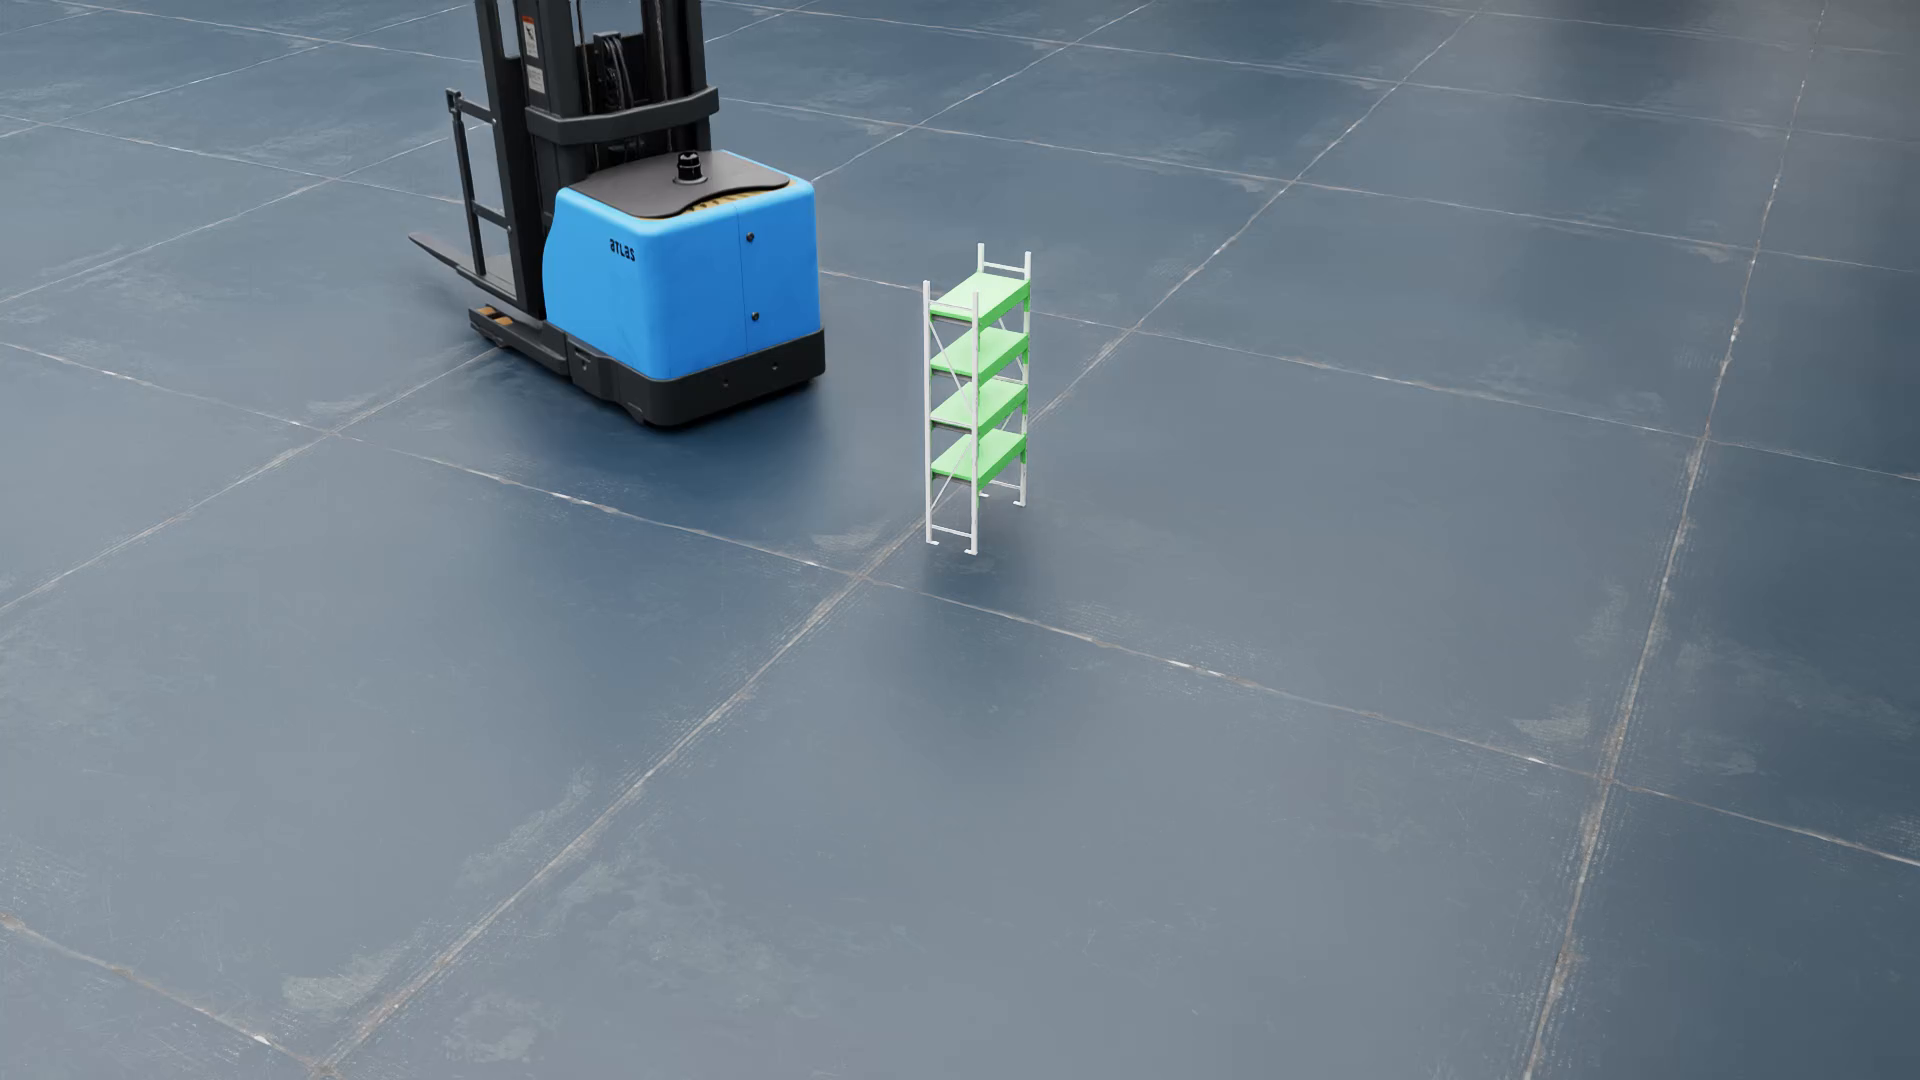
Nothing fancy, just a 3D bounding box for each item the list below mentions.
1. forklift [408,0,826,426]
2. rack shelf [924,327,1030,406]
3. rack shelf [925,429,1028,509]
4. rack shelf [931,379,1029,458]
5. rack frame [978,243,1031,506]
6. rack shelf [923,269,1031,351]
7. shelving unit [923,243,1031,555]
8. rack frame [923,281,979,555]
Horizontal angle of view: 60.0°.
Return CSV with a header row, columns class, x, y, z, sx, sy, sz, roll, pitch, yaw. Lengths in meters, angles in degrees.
class,x,y,z,sx,sy,sz,roll,pitch,yaw
forklift,-2.061,-2.472,8.611,1.130,2.935,3.031,-24,38,-36
rack shelf,0.075,-0.746,6.991,0.258,0.148,0.480,14,33,23
rack shelf,0.075,-0.330,7.230,0.258,0.148,0.480,14,33,23
rack shelf,0.075,-0.538,7.111,0.258,0.148,0.480,14,33,23
rack frame,0.187,-0.702,7.267,0.240,1.200,0.015,14,33,23
rack shelf,0.075,-0.955,6.872,0.258,0.148,0.480,14,33,23
shelving unit,0.075,-0.594,7.079,0.258,1.200,0.503,14,33,23
rack frame,-0.036,-0.486,6.891,0.240,1.200,0.015,14,33,23
